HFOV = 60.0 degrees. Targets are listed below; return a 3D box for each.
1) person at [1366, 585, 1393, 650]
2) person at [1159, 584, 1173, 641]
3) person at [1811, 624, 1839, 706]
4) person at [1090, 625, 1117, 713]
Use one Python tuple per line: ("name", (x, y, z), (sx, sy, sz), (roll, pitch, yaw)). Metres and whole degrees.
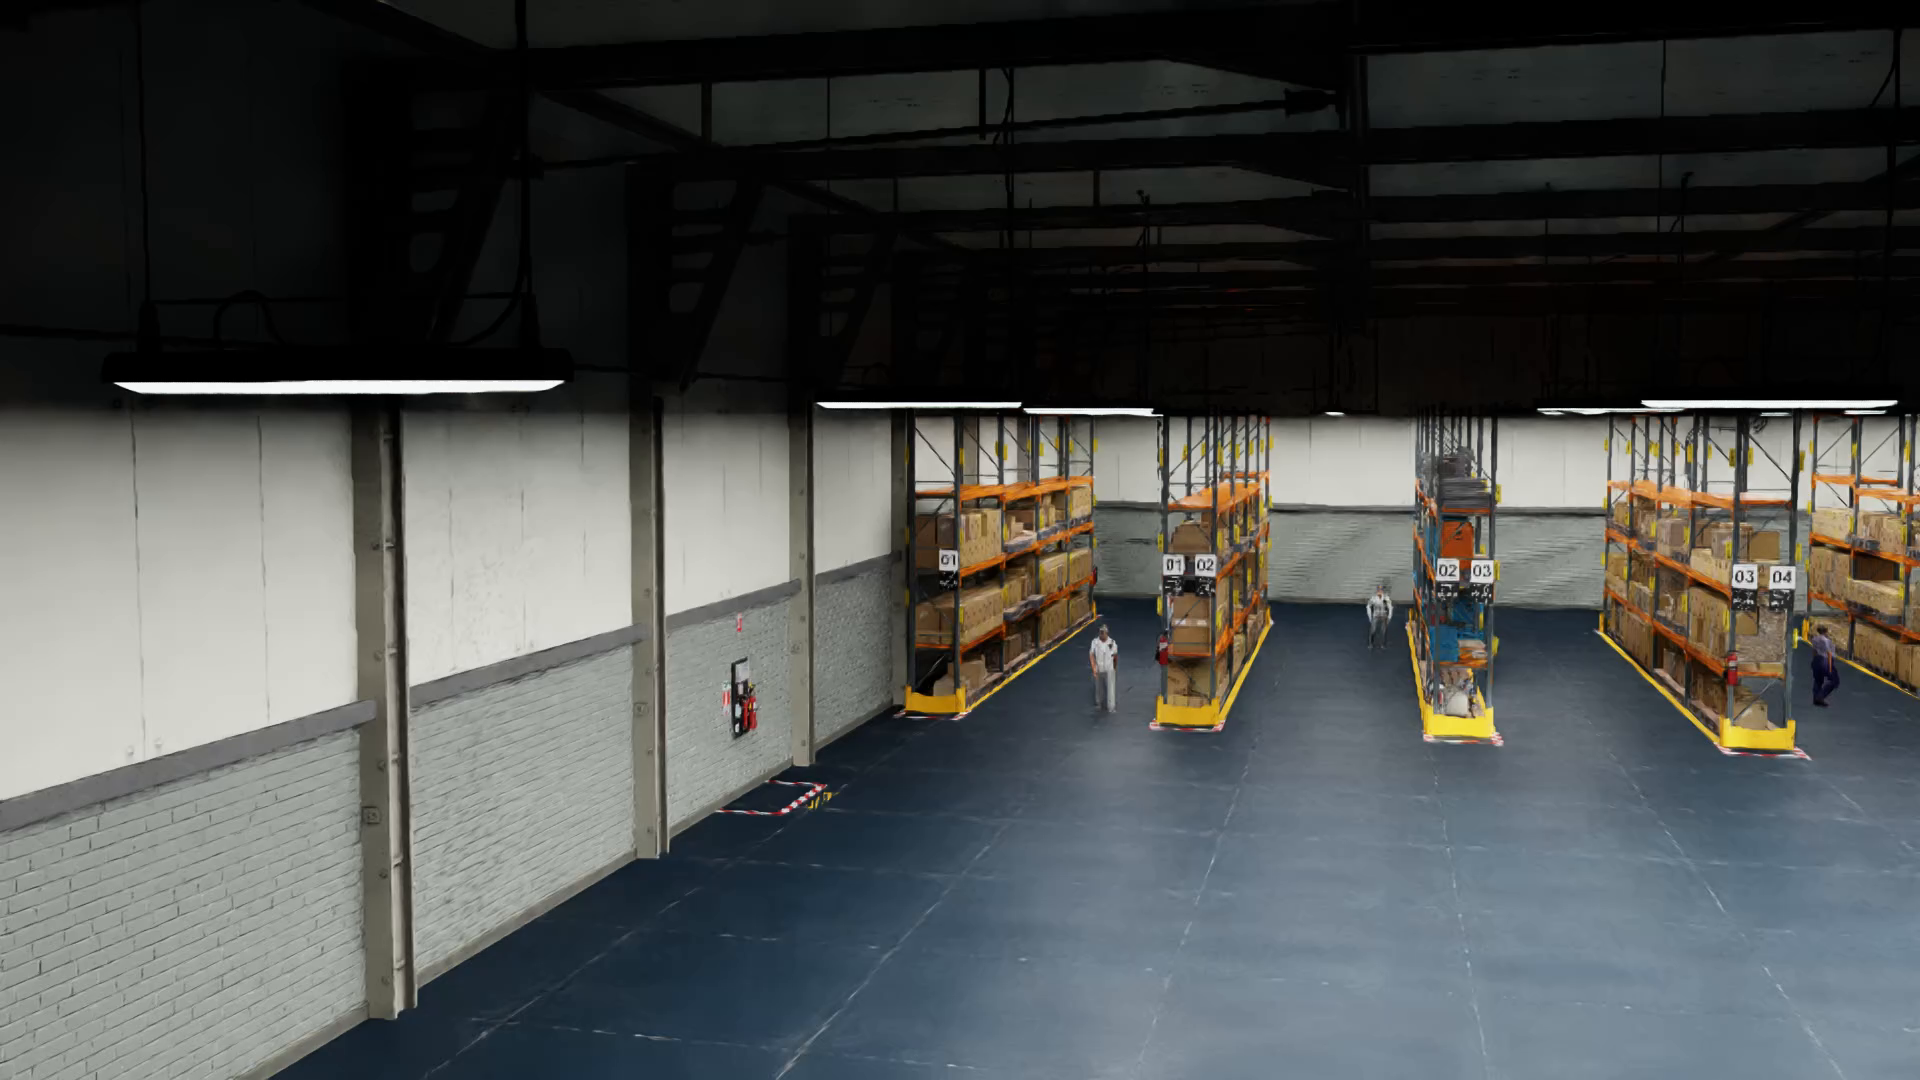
("person", (10.404, 1.913, 41.251), (0.639, 1.632, 0.506), (1, 4, 12))
("person", (5.347, 1.707, 42.629), (0.443, 1.787, 0.600), (-1, 4, -17))
("person", (17.172, 2.493, 33.101), (0.437, 1.645, 0.530), (-1, 4, -14))
("person", (2.796, 2.490, 32.459), (0.536, 1.707, 1.036), (0, 4, 6))
